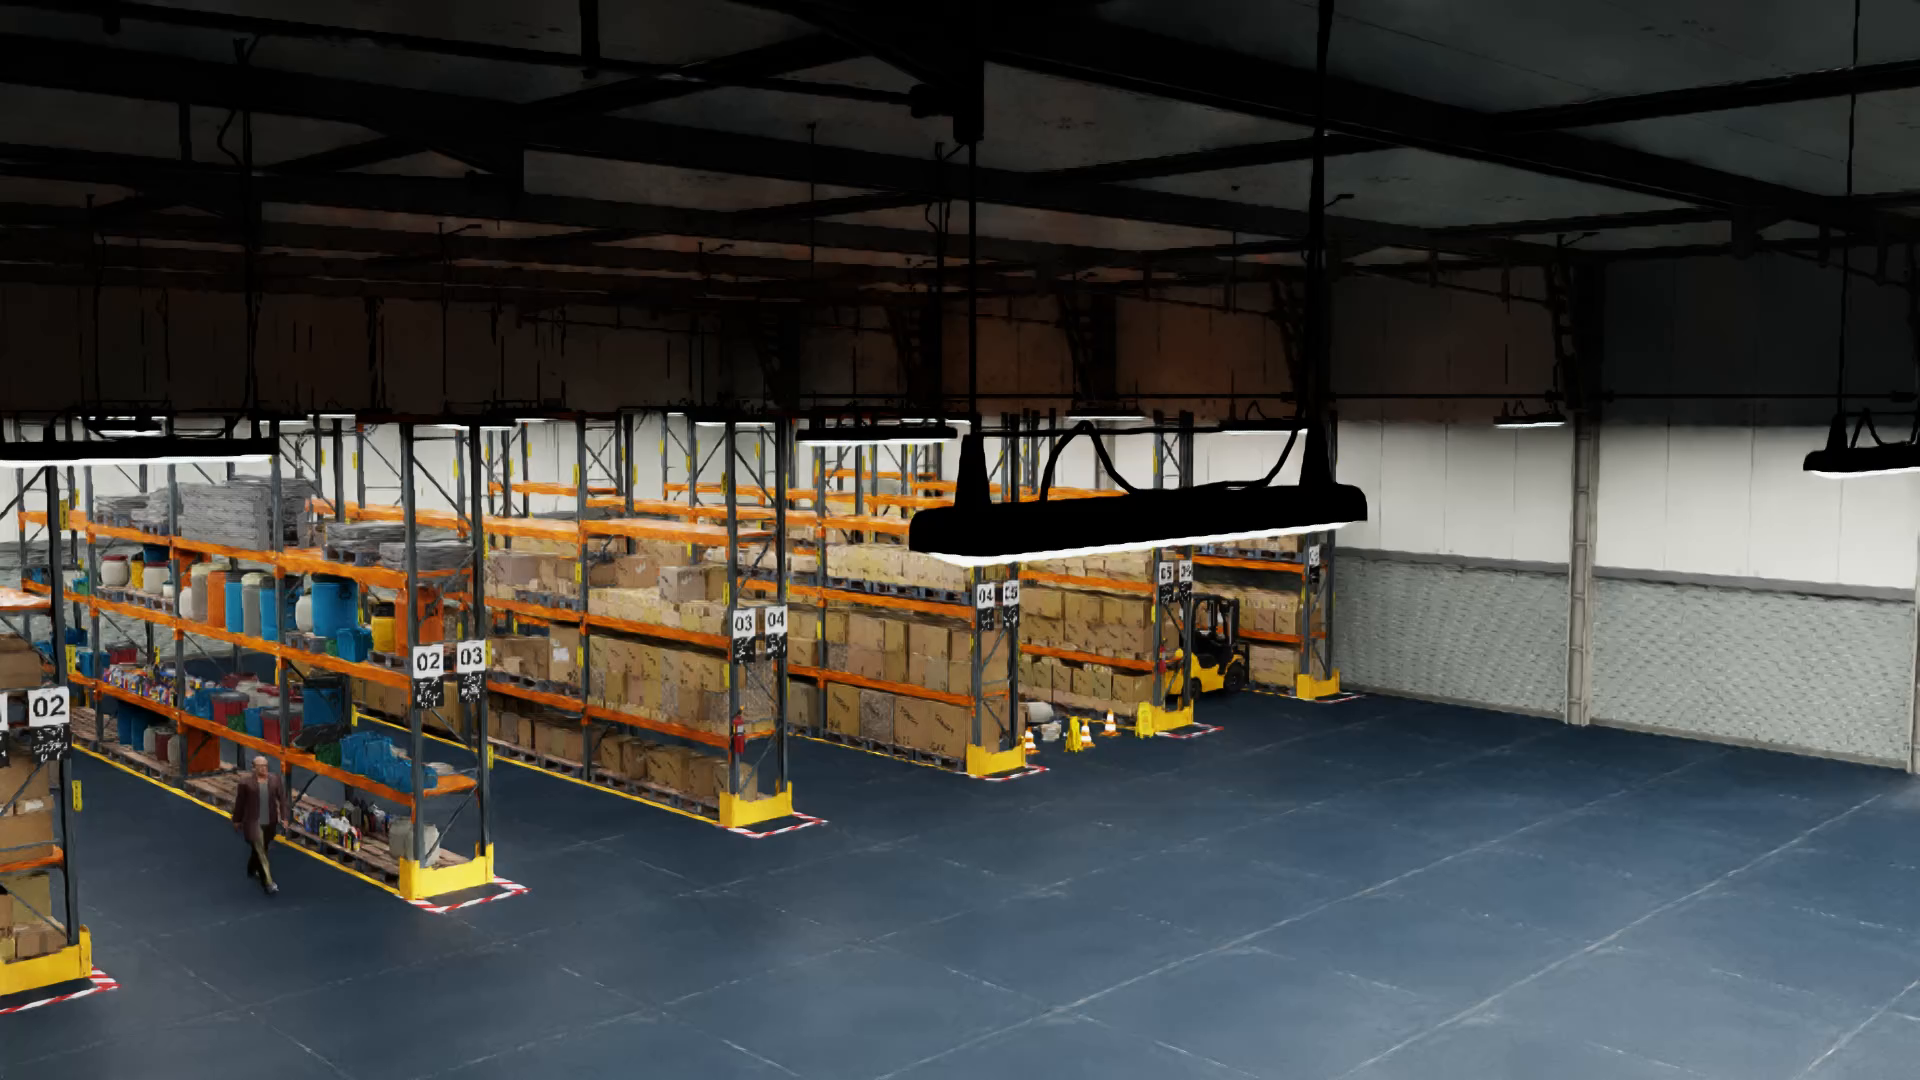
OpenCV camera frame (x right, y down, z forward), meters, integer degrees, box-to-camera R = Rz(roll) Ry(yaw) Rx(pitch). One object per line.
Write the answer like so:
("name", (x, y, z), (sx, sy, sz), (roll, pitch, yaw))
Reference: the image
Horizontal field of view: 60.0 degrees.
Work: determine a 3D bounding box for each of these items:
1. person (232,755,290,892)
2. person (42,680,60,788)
("person", (-8.961, 3.610, 21.382), (1.111, 1.724, 0.603), (5, 7, 44))
("person", (-14.675, 3.119, 26.880), (0.628, 1.739, 0.474), (1, 5, 16))
